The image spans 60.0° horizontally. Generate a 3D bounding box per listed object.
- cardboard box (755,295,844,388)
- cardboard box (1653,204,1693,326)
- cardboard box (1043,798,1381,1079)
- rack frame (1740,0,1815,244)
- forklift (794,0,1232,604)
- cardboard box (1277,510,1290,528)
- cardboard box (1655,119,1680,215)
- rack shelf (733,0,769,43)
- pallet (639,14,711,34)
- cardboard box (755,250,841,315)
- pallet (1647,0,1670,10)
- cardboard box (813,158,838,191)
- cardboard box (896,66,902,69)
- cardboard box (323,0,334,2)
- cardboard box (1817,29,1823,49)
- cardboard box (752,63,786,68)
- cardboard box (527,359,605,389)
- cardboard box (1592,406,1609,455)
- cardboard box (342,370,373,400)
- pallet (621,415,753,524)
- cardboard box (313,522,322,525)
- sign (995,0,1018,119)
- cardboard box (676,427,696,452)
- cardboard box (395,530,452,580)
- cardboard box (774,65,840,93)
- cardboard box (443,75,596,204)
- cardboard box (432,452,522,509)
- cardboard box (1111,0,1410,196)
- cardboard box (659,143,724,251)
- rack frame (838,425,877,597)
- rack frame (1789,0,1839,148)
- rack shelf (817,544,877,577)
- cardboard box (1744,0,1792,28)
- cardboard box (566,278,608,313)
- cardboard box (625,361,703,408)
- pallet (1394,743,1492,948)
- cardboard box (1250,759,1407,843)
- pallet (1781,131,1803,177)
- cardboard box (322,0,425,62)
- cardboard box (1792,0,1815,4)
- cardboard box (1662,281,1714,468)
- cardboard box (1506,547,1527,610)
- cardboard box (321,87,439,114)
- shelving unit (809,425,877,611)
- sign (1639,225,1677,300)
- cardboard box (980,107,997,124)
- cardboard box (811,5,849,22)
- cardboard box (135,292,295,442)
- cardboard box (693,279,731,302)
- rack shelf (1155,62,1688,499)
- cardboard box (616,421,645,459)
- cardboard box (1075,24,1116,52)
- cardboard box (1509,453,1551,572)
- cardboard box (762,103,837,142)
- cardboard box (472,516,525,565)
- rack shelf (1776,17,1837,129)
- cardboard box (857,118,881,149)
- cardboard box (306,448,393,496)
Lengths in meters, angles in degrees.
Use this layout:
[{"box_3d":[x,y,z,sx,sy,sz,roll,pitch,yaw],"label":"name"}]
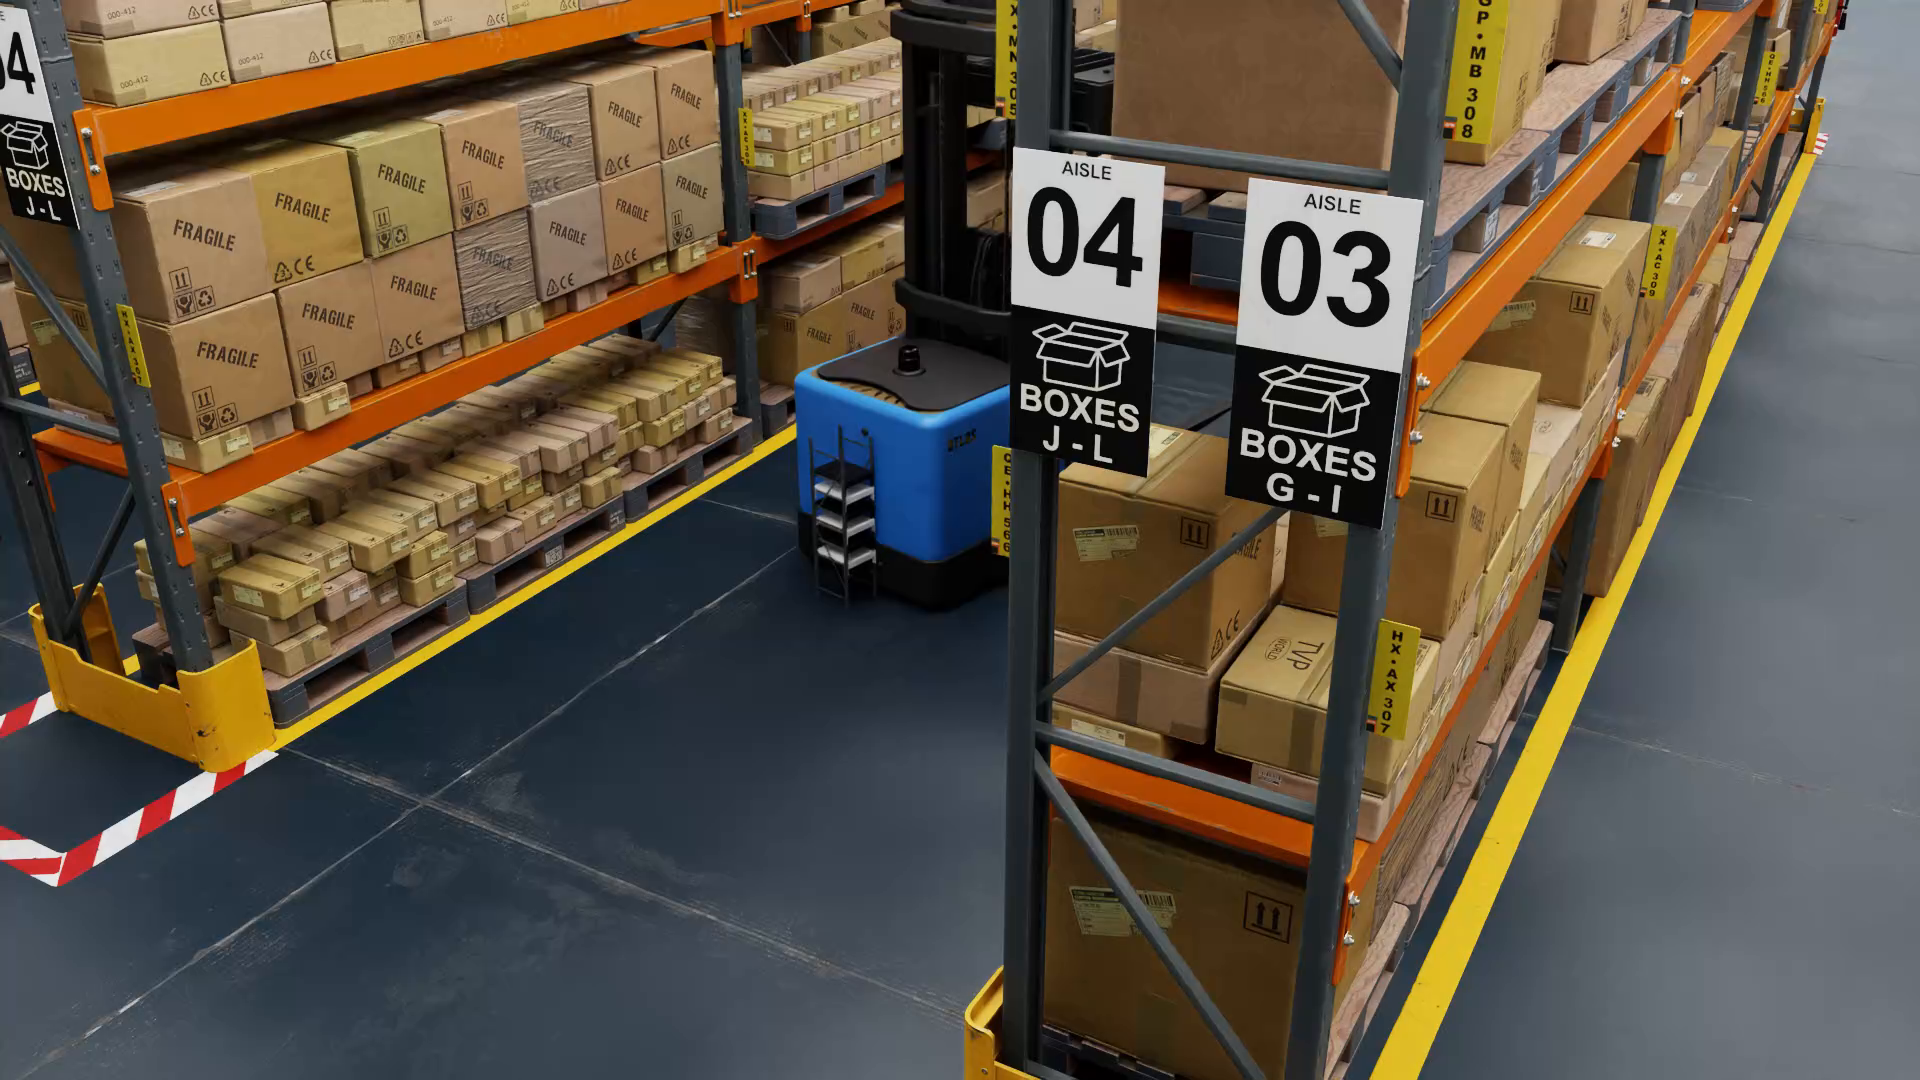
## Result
[{"box_3d":[-1.109,-1.341,10.902,0.500,0.500,0.500,15,30,28],"label":"cardboard box"},{"box_3d":[3.502,-1.470,8.724,0.500,0.500,0.500,13,30,25],"label":"cardboard box"},{"box_3d":[0.842,1.144,5.518,0.875,0.875,0.875,14,30,26],"label":"cardboard box"},{"box_3d":[6.500,-4.028,13.945,1.000,3.000,0.127,14,30,26],"label":"rack frame"},{"box_3d":[0.479,-1.562,9.096,1.130,2.935,3.031,22,34,36],"label":"forklift"},{"box_3d":[1.105,-0.060,5.855,0.500,0.250,0.500,13,29,24],"label":"cardboard box"},{"box_3d":[3.220,-1.919,8.500,0.797,0.503,0.637,15,30,27],"label":"cardboard box"},{"box_3d":[-0.720,-3.841,11.024,1.077,0.370,4.000,14,30,26],"label":"rack shelf"},{"box_3d":[-3.157,-5.346,16.793,1.003,0.211,1.213,14,30,26],"label":"pallet"},{"box_3d":[-1.110,-1.677,10.734,0.500,0.250,0.500,13,29,24],"label":"cardboard box"},{"box_3d":[2.973,-2.534,7.824,0.805,0.209,1.217,13,29,24],"label":"pallet"},{"box_3d":[-0.978,-2.279,10.262,0.380,0.149,0.250,15,30,27],"label":"cardboard box"},{"box_3d":[-0.216,-3.147,11.332,0.380,0.149,0.250,16,31,29],"label":"cardboard box"},{"box_3d":[-2.714,-2.492,7.136,0.500,0.250,0.500,15,30,27],"label":"cardboard box"},{"box_3d":[7.861,-4.710,15.589,0.380,0.149,0.250,14,30,26],"label":"cardboard box"},{"box_3d":[-2.071,-5.458,19.405,0.500,0.250,0.500,16,31,28],"label":"cardboard box"},{"box_3d":[-2.322,-0.928,9.804,0.380,0.149,0.250,14,30,25],"label":"cardboard box"},{"box_3d":[2.574,-0.506,7.191,0.380,0.149,0.250,15,30,27],"label":"cardboard box"},{"box_3d":[-2.950,-0.757,7.692,0.380,0.149,0.250,16,31,28],"label":"cardboard box"},{"box_3d":[-2.003,-0.525,10.063,1.003,0.211,1.213,14,30,26],"label":"pallet"},{"box_3d":[-3.184,-0.082,8.447,0.380,0.149,0.250,14,30,25],"label":"cardboard box"},{"box_3d":[0.132,-1.178,4.000,0.100,0.325,0.005,14,30,26],"label":"sign"},{"box_3d":[-1.801,-0.644,9.901,0.380,0.149,0.250,15,30,28],"label":"cardboard box"},{"box_3d":[-2.742,0.038,8.206,0.380,0.149,0.250,15,30,28],"label":"cardboard box"},{"box_3d":[-1.034,-3.090,11.219,0.380,0.149,0.250,13,29,24],"label":"cardboard box"},{"box_3d":[-2.213,-2.025,8.383,0.500,0.500,0.500,15,30,27],"label":"cardboard box"},{"box_3d":[-2.488,-0.308,8.566,0.380,0.149,0.250,15,30,27],"label":"cardboard box"},{"box_3d":[0.806,-1.184,4.221,0.700,0.500,0.500,12,29,23],"label":"cardboard box"},{"box_3d":[-1.696,-1.969,9.388,0.500,0.500,0.500,14,30,26],"label":"cardboard box"},{"box_3d":[-0.524,-0.142,8.528,0.240,0.900,0.006,22,34,36],"label":"rack frame"},{"box_3d":[8.468,-5.587,17.059,1.000,3.000,0.127,14,30,26],"label":"rack frame"},{"box_3d":[-0.592,0.083,8.555,0.258,0.077,0.200,22,34,36],"label":"rack shelf"},{"box_3d":[5.988,-4.205,13.160,1.000,1.000,1.000,14,30,26],"label":"cardboard box"},{"box_3d":[-2.111,-1.344,8.864,0.380,0.149,0.250,13,29,24],"label":"cardboard box"},{"box_3d":[-1.743,-0.916,9.781,0.380,0.149,0.250,15,30,27],"label":"cardboard box"},{"box_3d":[1.524,1.093,6.830,1.003,0.211,1.213,14,30,26],"label":"pallet"},{"box_3d":[1.059,0.696,4.790,0.380,0.149,0.250,15,30,27],"label":"cardboard box"},{"box_3d":[8.000,-4.001,17.007,1.003,0.211,1.213,14,30,26],"label":"pallet"},{"box_3d":[-2.723,-2.284,7.277,0.500,0.250,0.500,13,29,24],"label":"cardboard box"},{"box_3d":[6.943,-4.772,13.871,0.500,0.500,0.500,14,30,26],"label":"cardboard box"},{"box_3d":[3.730,-1.096,9.994,1.225,0.875,0.875,14,30,26],"label":"cardboard box"},{"box_3d":[1.815,0.096,5.988,0.380,0.149,0.250,13,30,25],"label":"cardboard box"},{"box_3d":[-2.908,-1.950,8.233,0.500,0.500,0.500,13,29,24],"label":"cardboard box"},{"box_3d":[-0.592,-0.108,8.460,0.258,0.900,0.210,22,34,36],"label":"shelving unit"},{"box_3d":[3.049,-1.211,7.262,0.100,0.325,0.005,14,30,26],"label":"sign"},{"box_3d":[0.046,-3.089,11.882,0.380,0.149,0.250,14,30,25],"label":"cardboard box"},{"box_3d":[-1.488,-6.000,18.924,0.380,0.149,0.250,15,30,27],"label":"cardboard box"},{"box_3d":[-3.210,-0.775,7.002,0.500,0.500,0.500,16,31,28],"label":"cardboard box"},{"box_3d":[-1.557,-1.793,10.966,0.500,0.250,0.500,13,30,25],"label":"cardboard box"},{"box_3d":[1.581,-1.150,5.649,1.077,0.370,4.000,14,30,26],"label":"rack shelf"},{"box_3d":[-2.029,-0.602,9.485,0.380,0.149,0.250,14,30,27],"label":"cardboard box"},{"box_3d":[0.968,-3.959,13.697,0.500,0.500,0.500,14,30,26],"label":"cardboard box"},{"box_3d":[1.821,-0.148,6.030,0.500,0.250,0.500,14,30,25],"label":"cardboard box"},{"box_3d":[-0.978,-2.545,10.131,0.380,0.149,0.250,15,30,27],"label":"cardboard box"},{"box_3d":[-2.499,-0.022,8.658,0.380,0.149,0.250,13,29,24],"label":"cardboard box"},{"box_3d":[7.484,-4.486,15.663,1.077,0.370,4.000,14,30,26],"label":"rack shelf"},{"box_3d":[-0.730,-2.606,10.584,0.380,0.149,0.250,13,29,24],"label":"cardboard box"},{"box_3d":[-3.175,-0.342,8.633,0.380,0.149,0.250,15,30,28],"label":"cardboard box"}]
